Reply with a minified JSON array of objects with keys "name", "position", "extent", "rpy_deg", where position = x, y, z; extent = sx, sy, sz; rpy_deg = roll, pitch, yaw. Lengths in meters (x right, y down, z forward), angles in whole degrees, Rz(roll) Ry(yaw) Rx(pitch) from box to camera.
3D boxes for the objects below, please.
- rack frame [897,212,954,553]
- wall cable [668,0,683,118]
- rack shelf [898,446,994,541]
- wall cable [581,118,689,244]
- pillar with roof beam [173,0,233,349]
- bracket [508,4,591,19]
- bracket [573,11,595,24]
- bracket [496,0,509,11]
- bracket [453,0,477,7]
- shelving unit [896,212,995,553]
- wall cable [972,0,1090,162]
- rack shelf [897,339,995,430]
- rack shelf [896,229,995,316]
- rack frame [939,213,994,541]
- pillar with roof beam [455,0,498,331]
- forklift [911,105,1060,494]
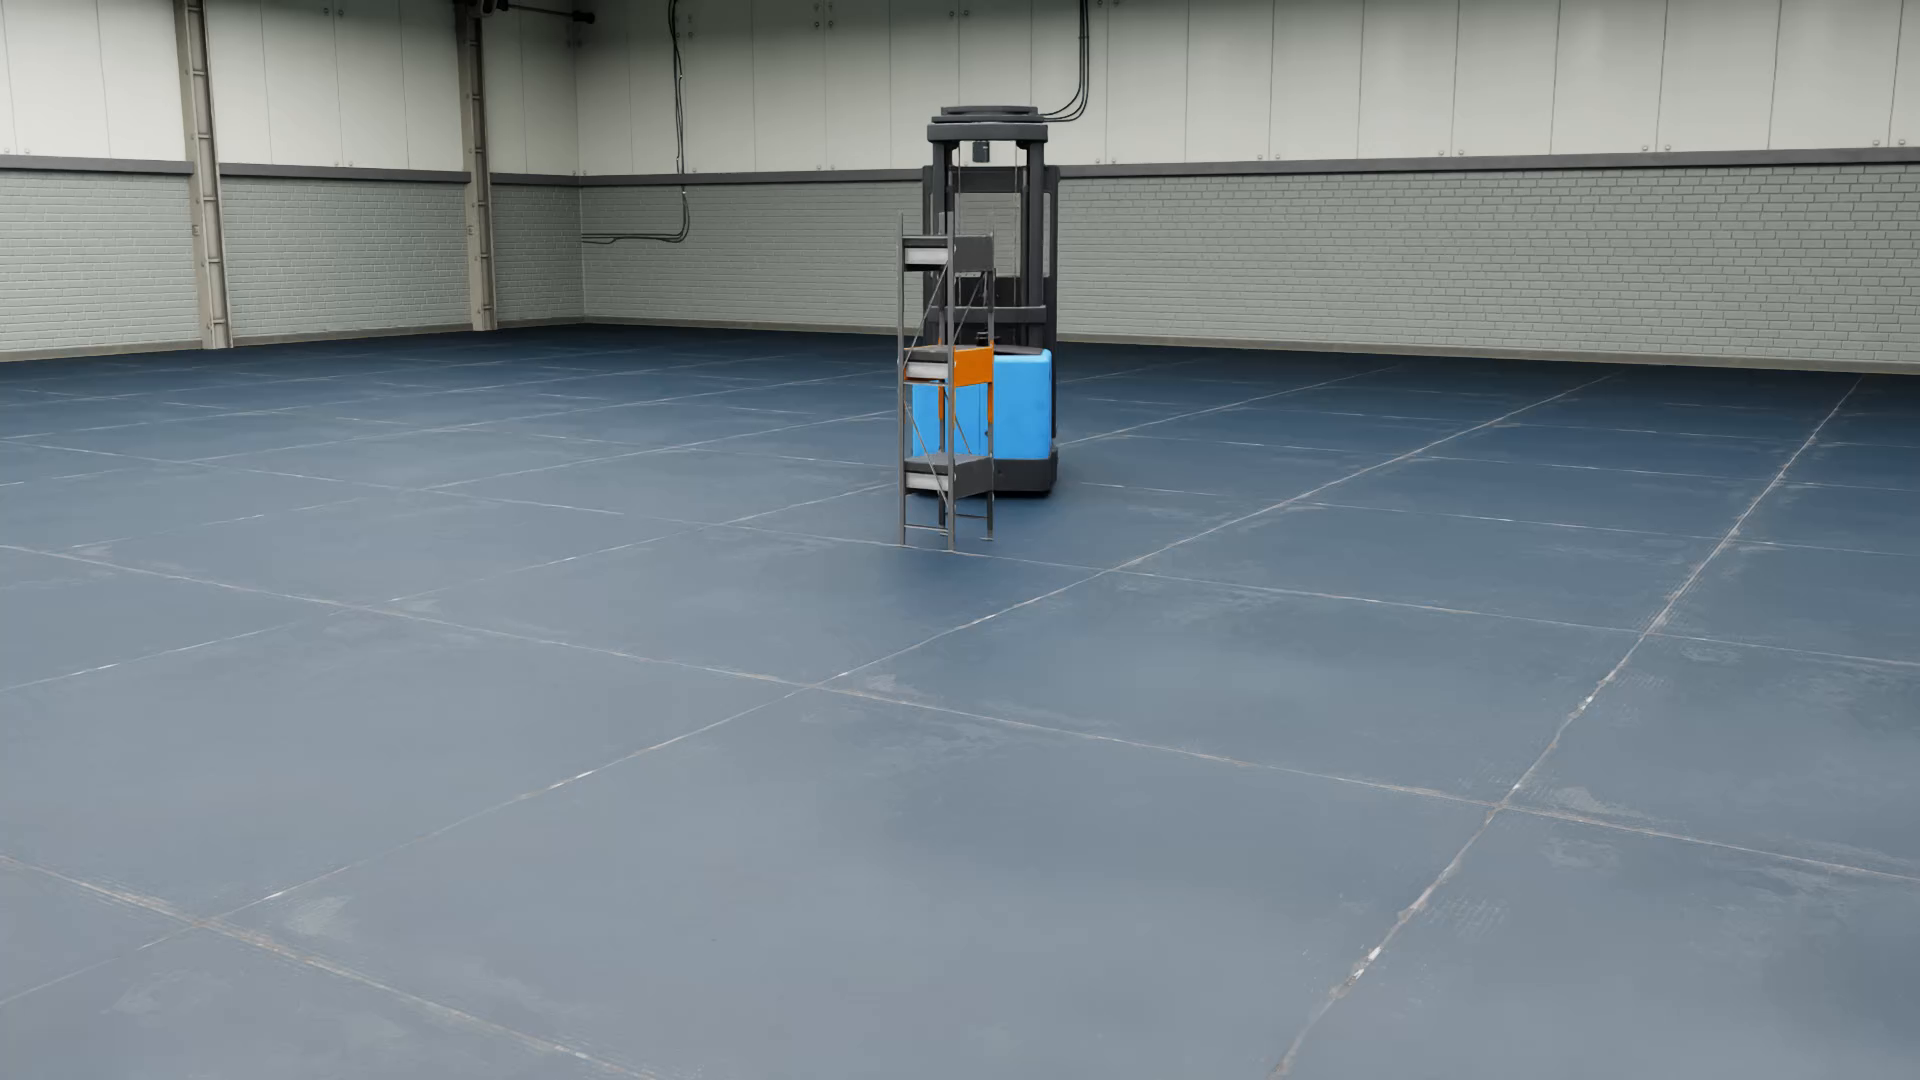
[{"name":"rack frame","position":[-0.213,-0.968,10.331],"extent":[0.400,2.100,0.015],"rpy_deg":[6,12,31]},{"name":"wall cable","position":[-4.565,-9.673,32.795],"extent":[3.097,2.526,0.112],"rpy_deg":[6,12,31]},{"name":"rack shelf","position":[-0.086,-0.305,10.668],"extent":[0.431,0.518,0.480],"rpy_deg":[6,12,31]},{"name":"wall cable","position":[-6.878,-7.449,34.640],"extent":[3.097,2.526,0.112],"rpy_deg":[6,12,31]},{"name":"pillar with roof beam","position":[-8.973,-7.283,25.317],"extent":[9.100,9.000,0.400],"rpy_deg":[6,12,31]},{"name":"bracket","position":[-8.095,-10.719,33.886],"extent":[0.076,0.066,3.189],"rpy_deg":[6,12,31]},{"name":"bracket","position":[-7.788,-10.811,34.382],"extent":[0.235,0.232,0.430],"rpy_deg":[6,12,31]},{"name":"bracket","position":[-9.018,-10.439,32.391],"extent":[0.235,0.232,0.430],"rpy_deg":[6,12,31]},{"name":"bracket","position":[-9.449,-10.308,31.694],"extent":[0.235,0.232,0.430],"rpy_deg":[6,12,31]},{"name":"shelving unit","position":[-0.086,-1.006,10.536],"extent":[0.431,2.100,0.503],"rpy_deg":[6,12,31]},{"name":"wall cable","position":[1.228,-9.737,29.184],"extent":[2.305,6.003,0.169],"rpy_deg":[6,12,31]},{"name":"rack shelf","position":[-0.086,-0.993,10.539],"extent":[0.431,0.518,0.480],"rpy_deg":[6,12,31]},{"name":"rack shelf","position":[-0.086,-1.681,10.410],"extent":[0.431,0.518,0.480],"rpy_deg":[6,12,31]},{"name":"rack frame","position":[0.041,-1.044,10.741],"extent":[0.400,2.100,0.015],"rpy_deg":[6,12,31]},{"name":"pillar with roof beam","position":[-5.858,-8.227,30.358],"extent":[9.100,9.000,0.548],"rpy_deg":[6,12,31]},{"name":"forklift","position":[0.261,-2.018,13.682],"extent":[1.130,2.935,3.031],"rpy_deg":[1,11,4]}]
